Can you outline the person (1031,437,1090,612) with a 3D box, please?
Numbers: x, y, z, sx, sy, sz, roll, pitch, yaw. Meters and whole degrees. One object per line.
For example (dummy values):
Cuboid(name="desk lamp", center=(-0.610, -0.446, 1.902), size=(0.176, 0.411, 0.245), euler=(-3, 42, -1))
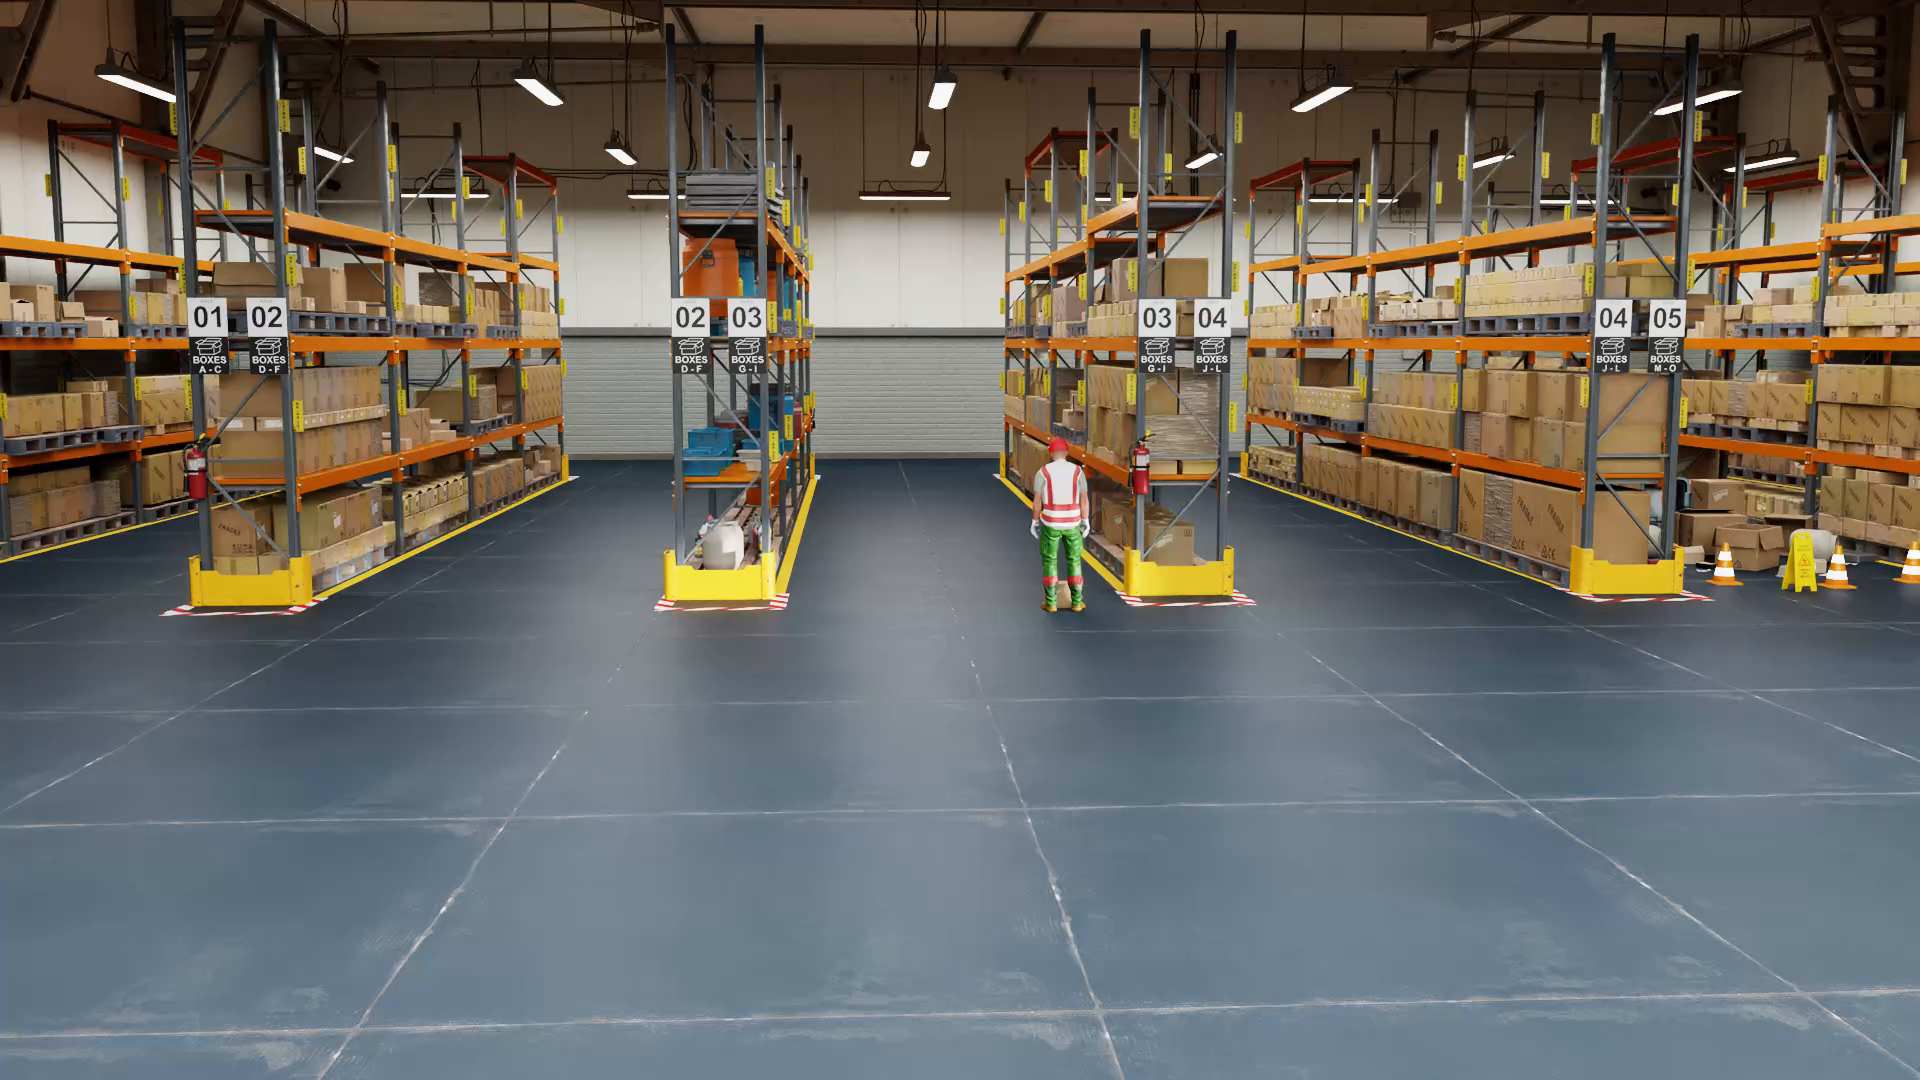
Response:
Cuboid(name="person", center=(1.032, -0.163, 17.049), size=(0.608, 1.779, 0.452), euler=(0, 7, -4))
